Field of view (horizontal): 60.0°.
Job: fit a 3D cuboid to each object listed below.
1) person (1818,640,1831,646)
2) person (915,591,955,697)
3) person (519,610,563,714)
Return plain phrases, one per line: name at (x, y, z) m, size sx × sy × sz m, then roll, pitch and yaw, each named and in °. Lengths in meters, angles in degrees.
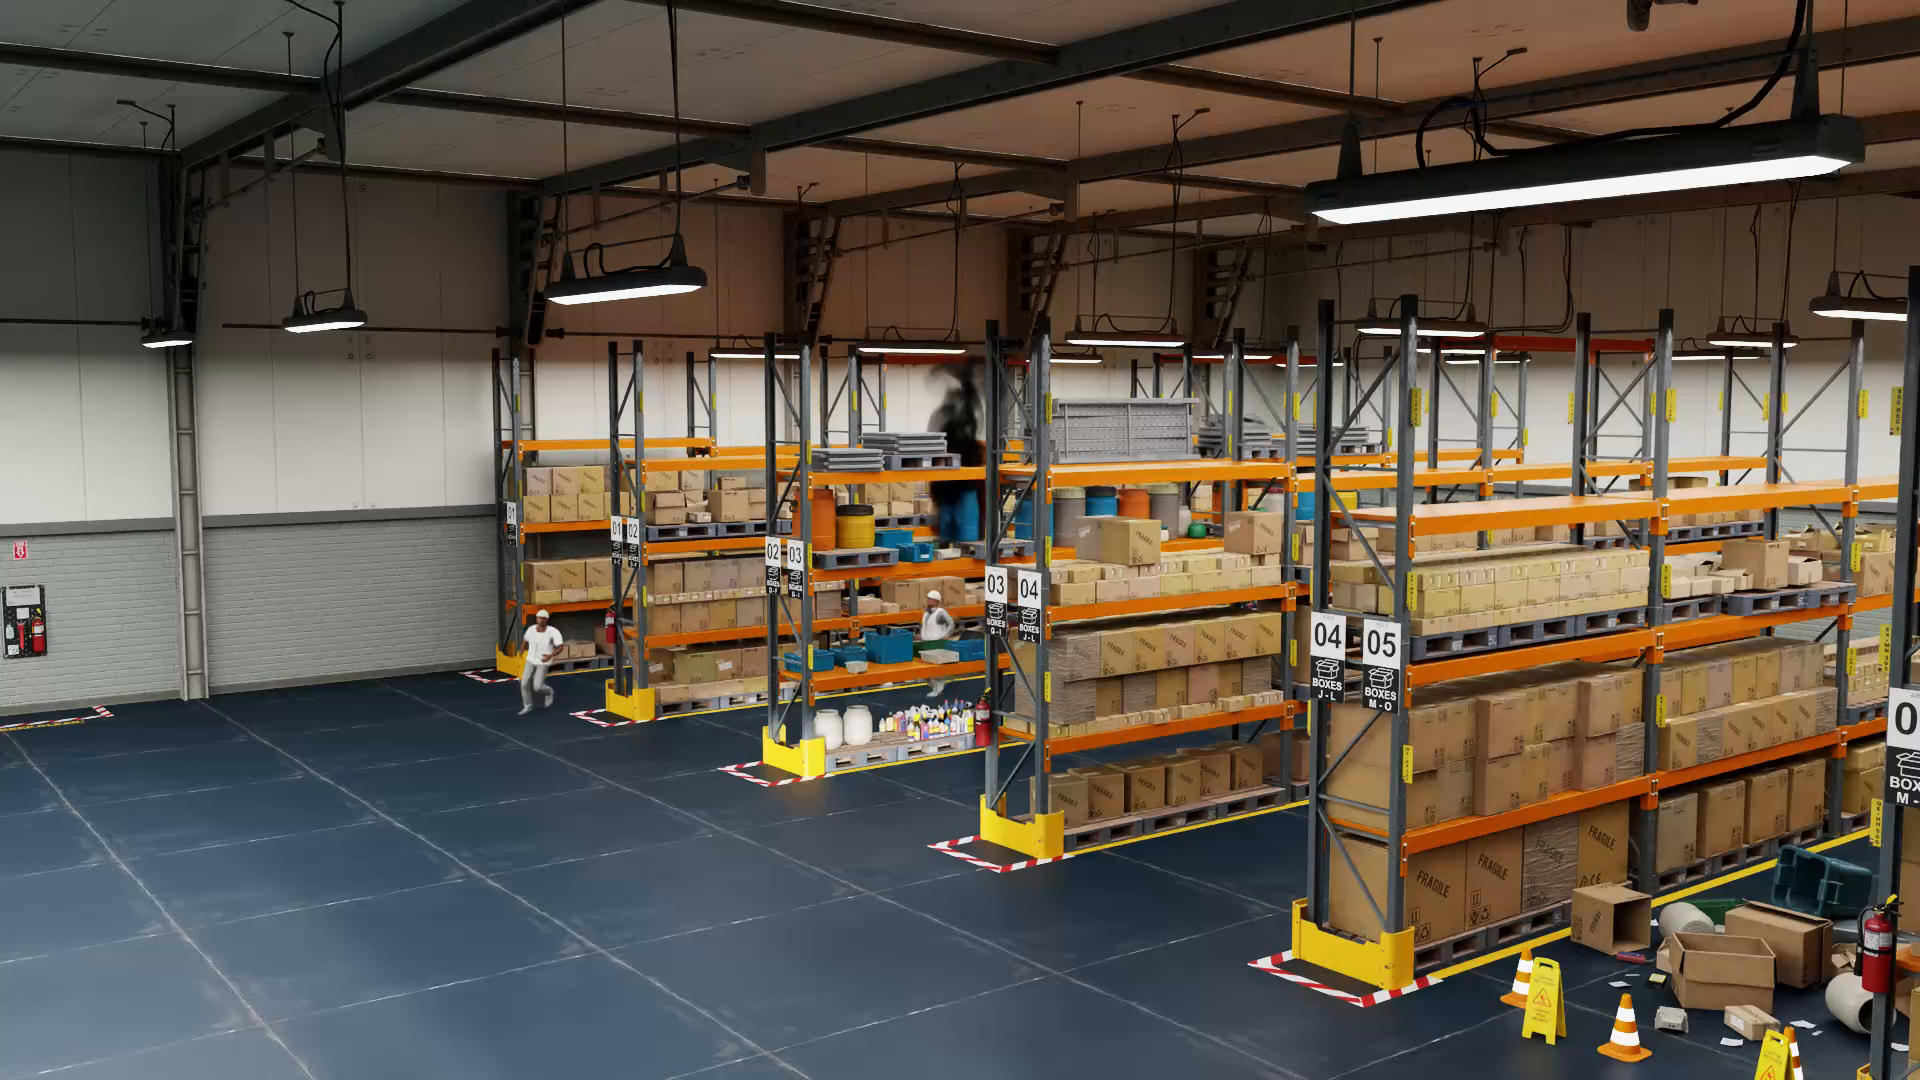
person at (12.024, 2.255, 23.313) m, size 0.674 × 1.717 × 0.648 m, roll -4°, pitch 7°, yaw -40°
person at (-0.454, 1.689, 26.893) m, size 0.512 × 1.732 × 0.671 m, roll -4°, pitch 7°, yaw -42°
person at (-6.806, 1.965, 26.966) m, size 0.711 × 1.688 × 0.537 m, roll 1°, pitch 5°, yaw 15°
